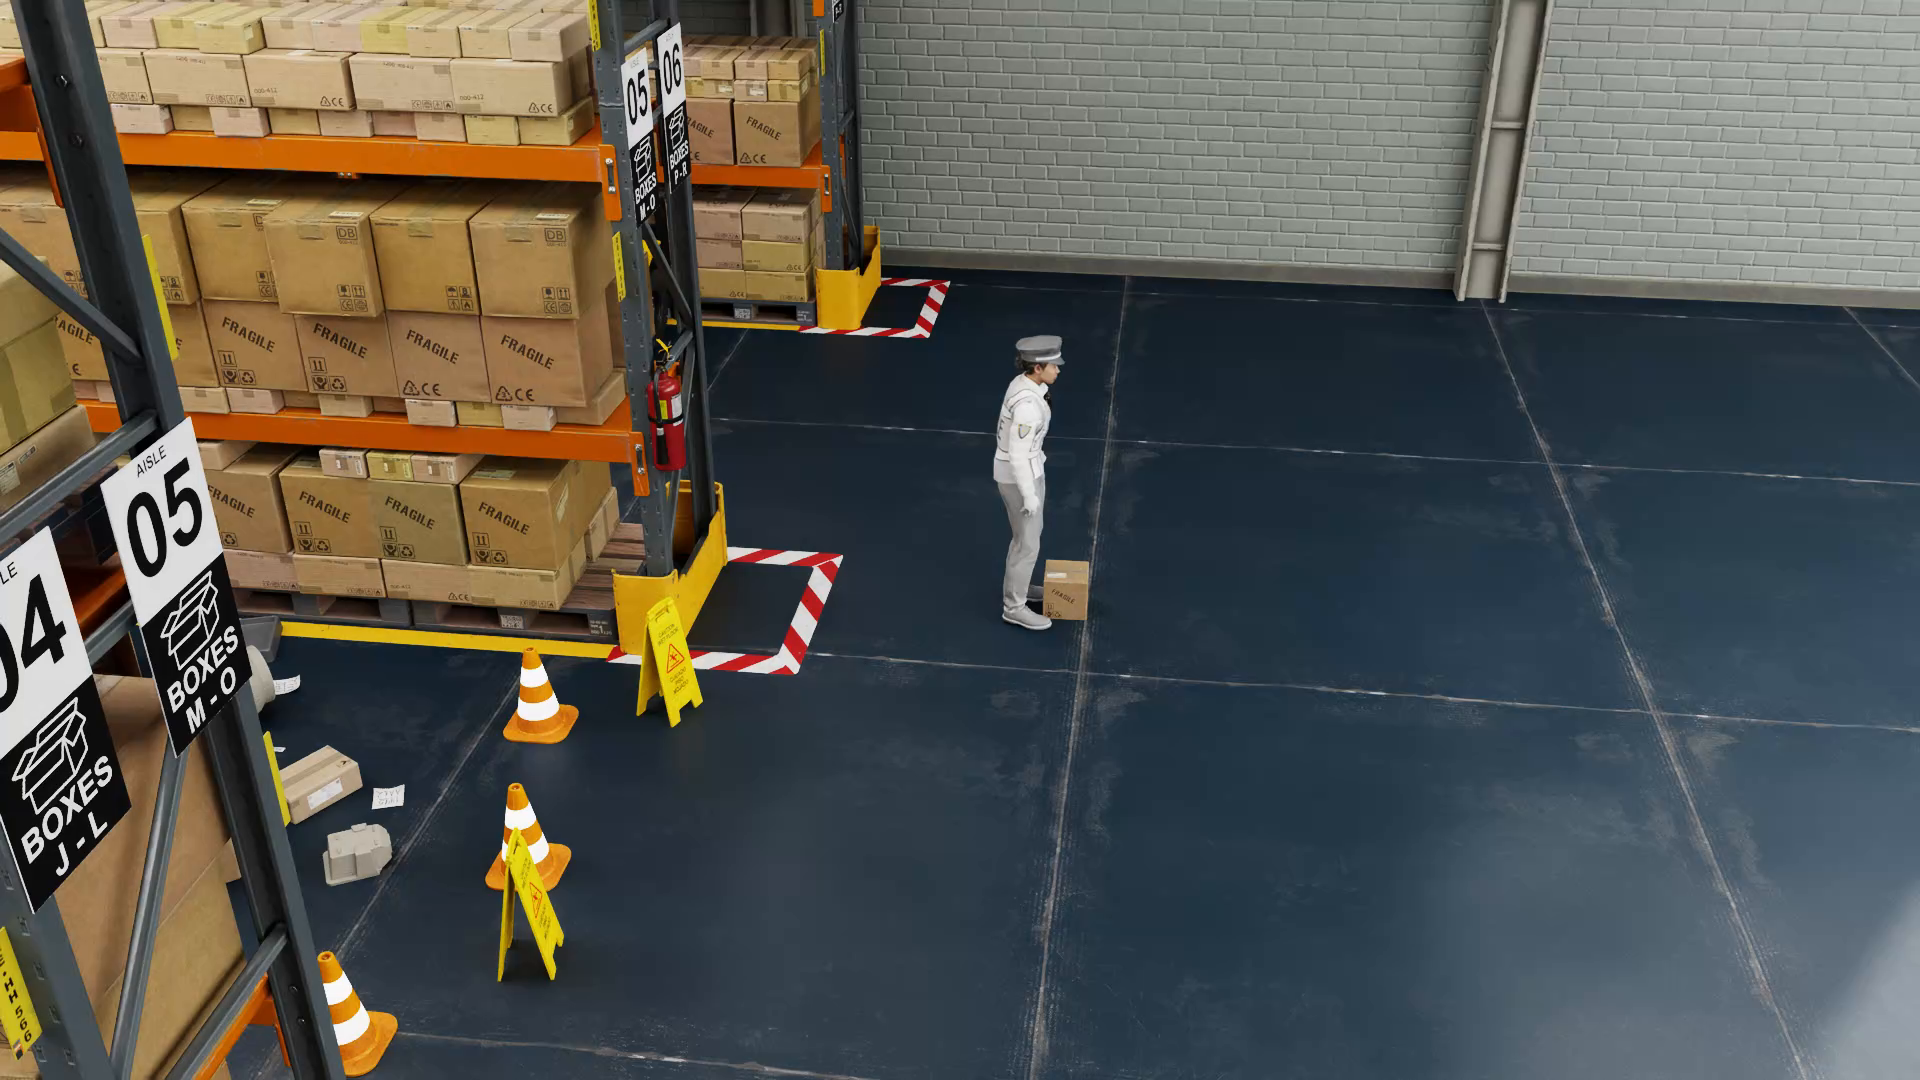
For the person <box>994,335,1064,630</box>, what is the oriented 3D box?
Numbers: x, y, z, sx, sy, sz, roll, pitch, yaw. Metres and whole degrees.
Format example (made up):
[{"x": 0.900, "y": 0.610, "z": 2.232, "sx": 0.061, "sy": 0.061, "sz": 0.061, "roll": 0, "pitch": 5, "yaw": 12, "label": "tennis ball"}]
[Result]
[{"x": 0.373, "y": -0.342, "z": 9.247, "sx": 0.372, "sy": 1.664, "sz": 0.528, "roll": 3, "pitch": 29, "yaw": 6, "label": "person"}]
